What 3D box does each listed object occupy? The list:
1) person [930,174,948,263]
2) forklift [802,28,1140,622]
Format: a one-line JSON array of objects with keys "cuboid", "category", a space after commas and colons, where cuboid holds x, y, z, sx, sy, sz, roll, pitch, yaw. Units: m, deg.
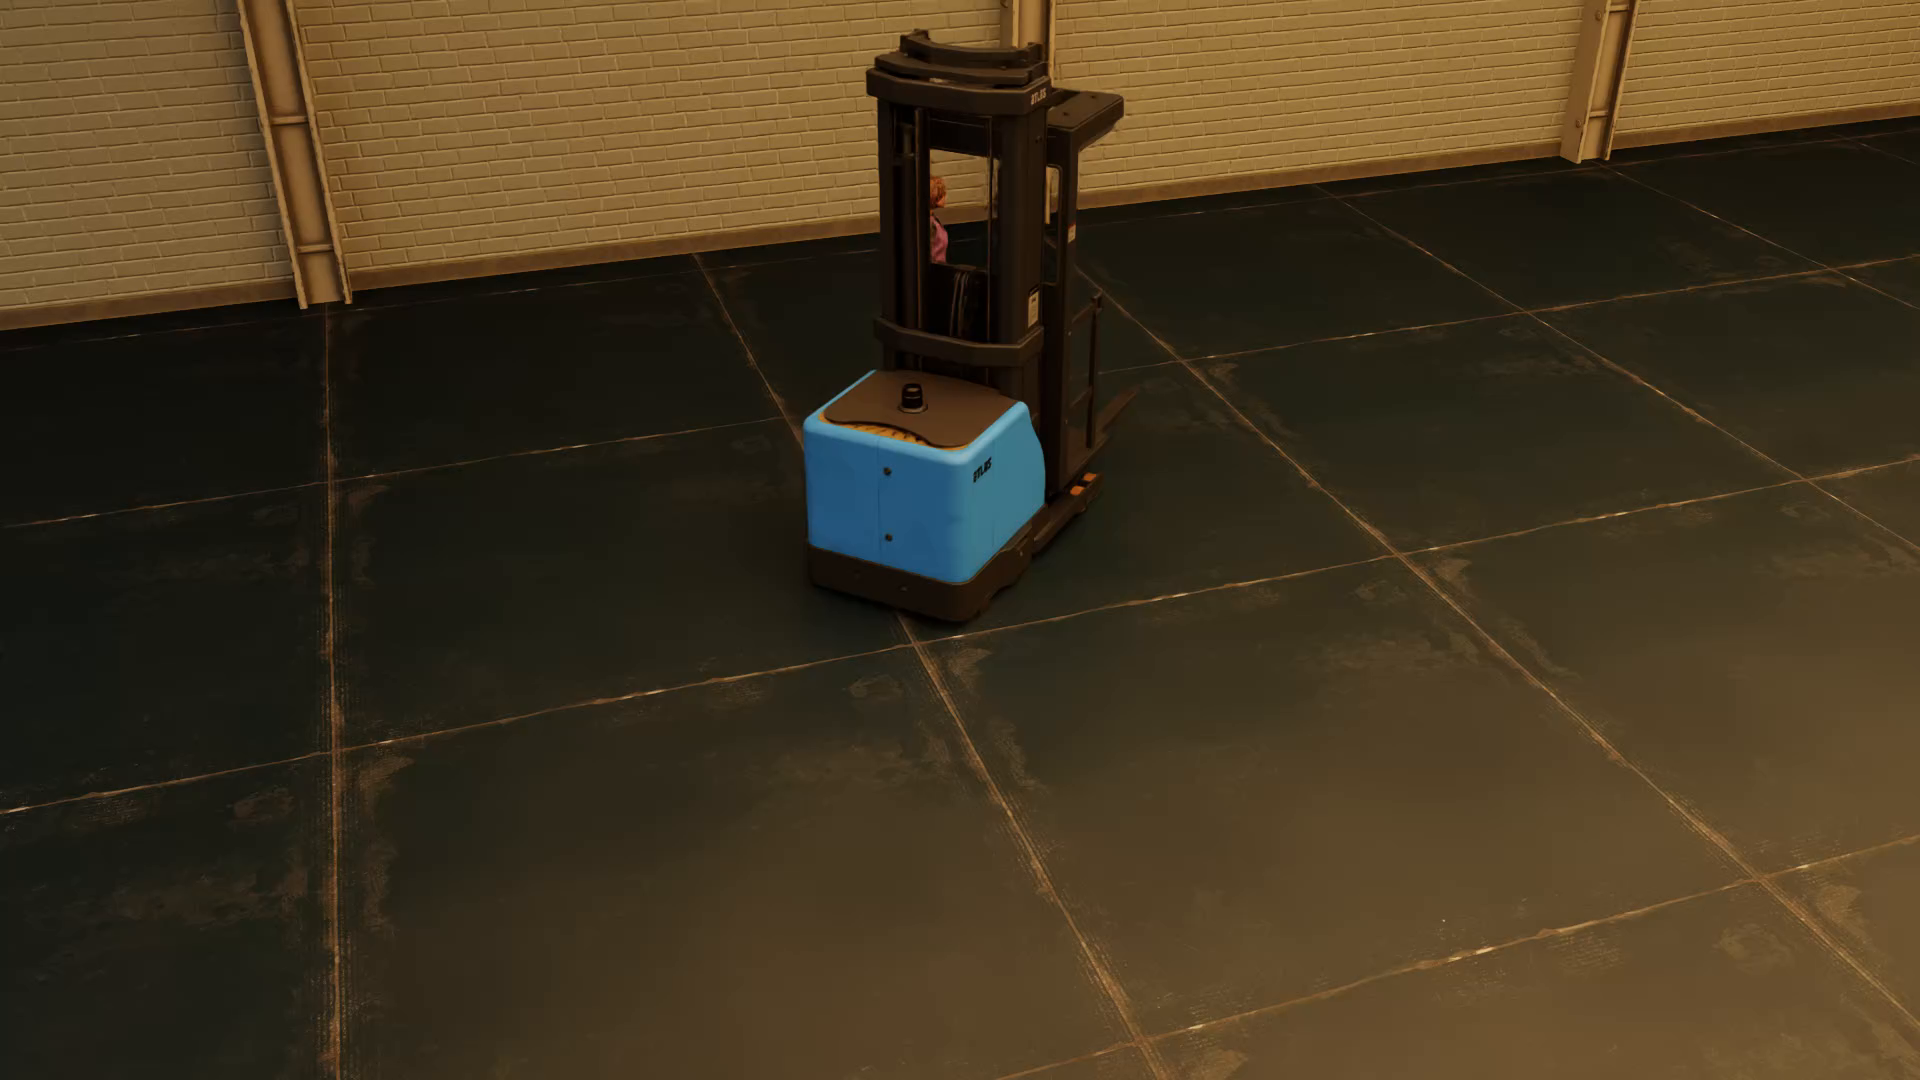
[{"cuboid": [-0.178, -1.730, 11.437, 0.365, 1.594, 0.558, -2, 30, -4], "category": "person"}, {"cuboid": [0.247, -1.533, 9.751, 1.130, 2.935, 3.031, 14, 33, 23], "category": "forklift"}]
